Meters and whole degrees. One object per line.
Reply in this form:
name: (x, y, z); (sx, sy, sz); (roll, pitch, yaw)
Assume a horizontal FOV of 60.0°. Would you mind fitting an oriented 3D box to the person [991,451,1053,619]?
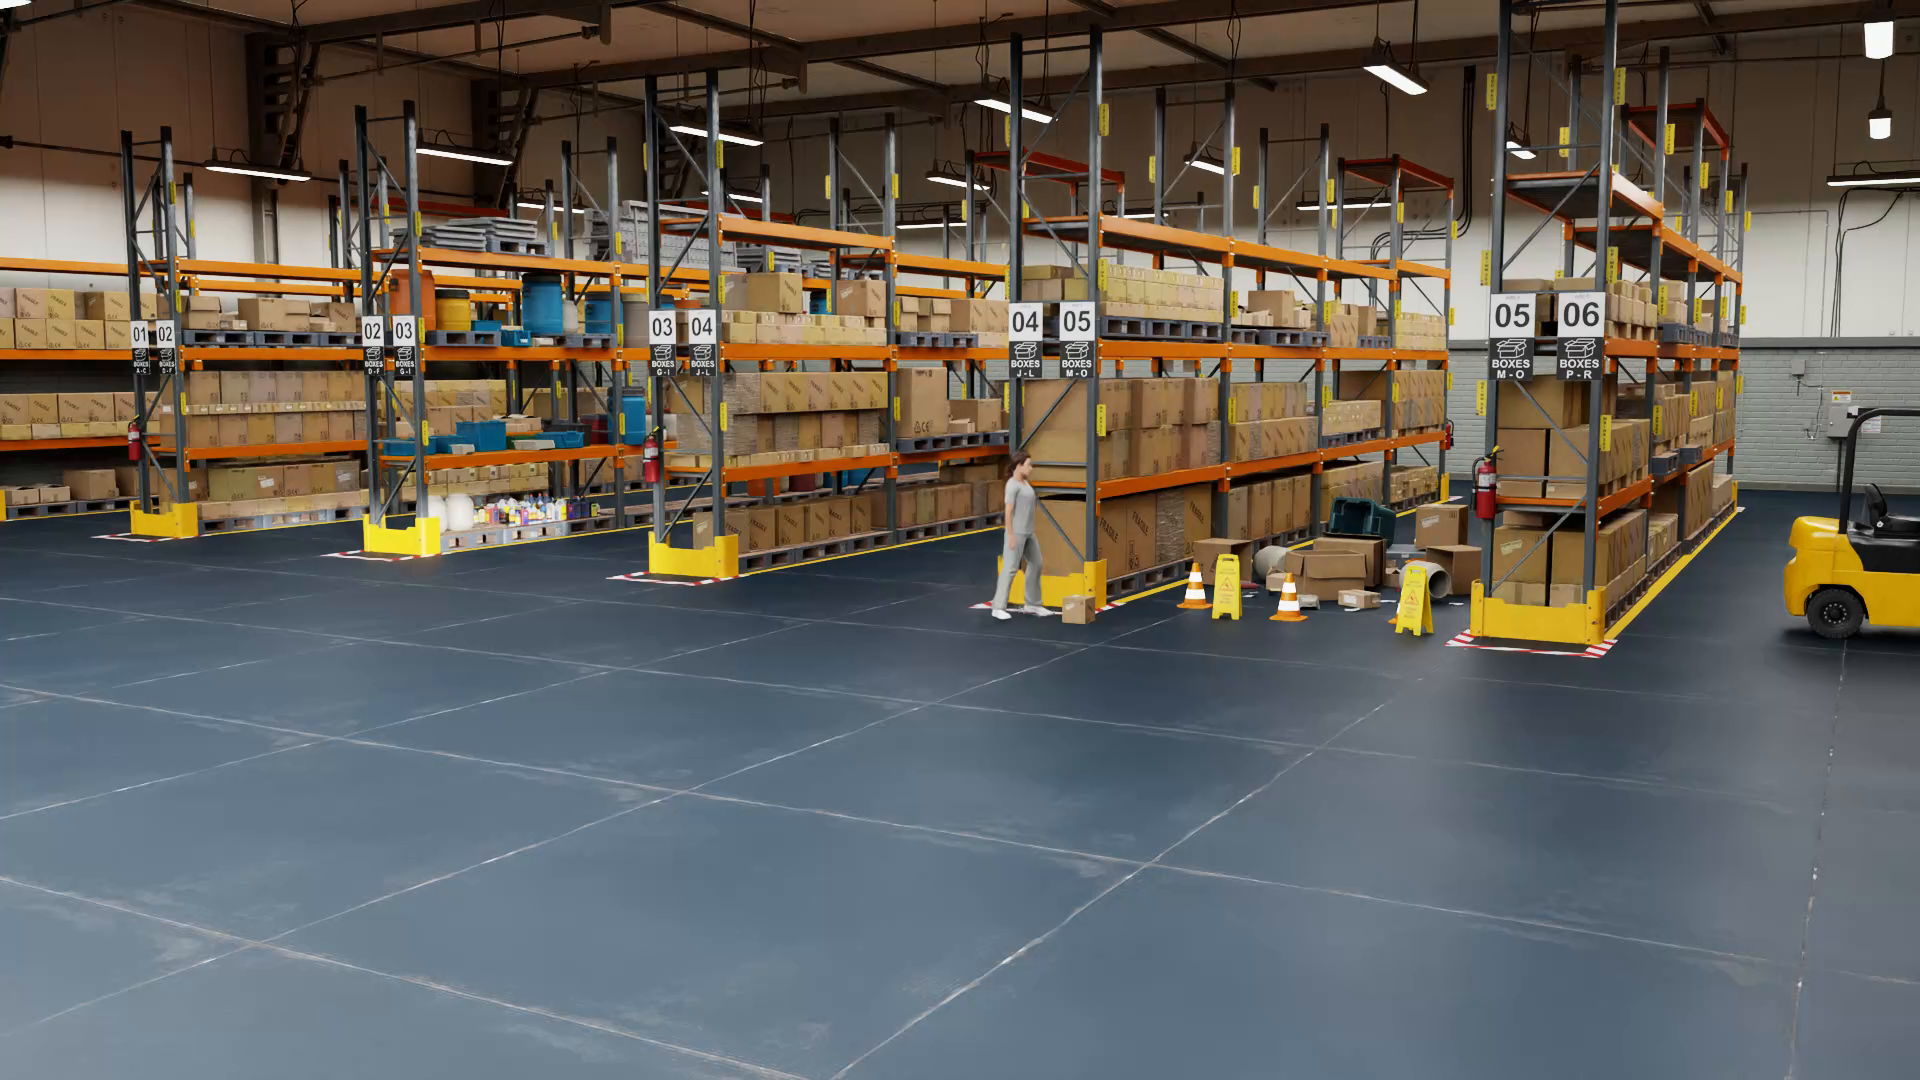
person: (0.607, -0.045, 16.716); (0.471, 1.694, 0.680); (3, 7, 24)
